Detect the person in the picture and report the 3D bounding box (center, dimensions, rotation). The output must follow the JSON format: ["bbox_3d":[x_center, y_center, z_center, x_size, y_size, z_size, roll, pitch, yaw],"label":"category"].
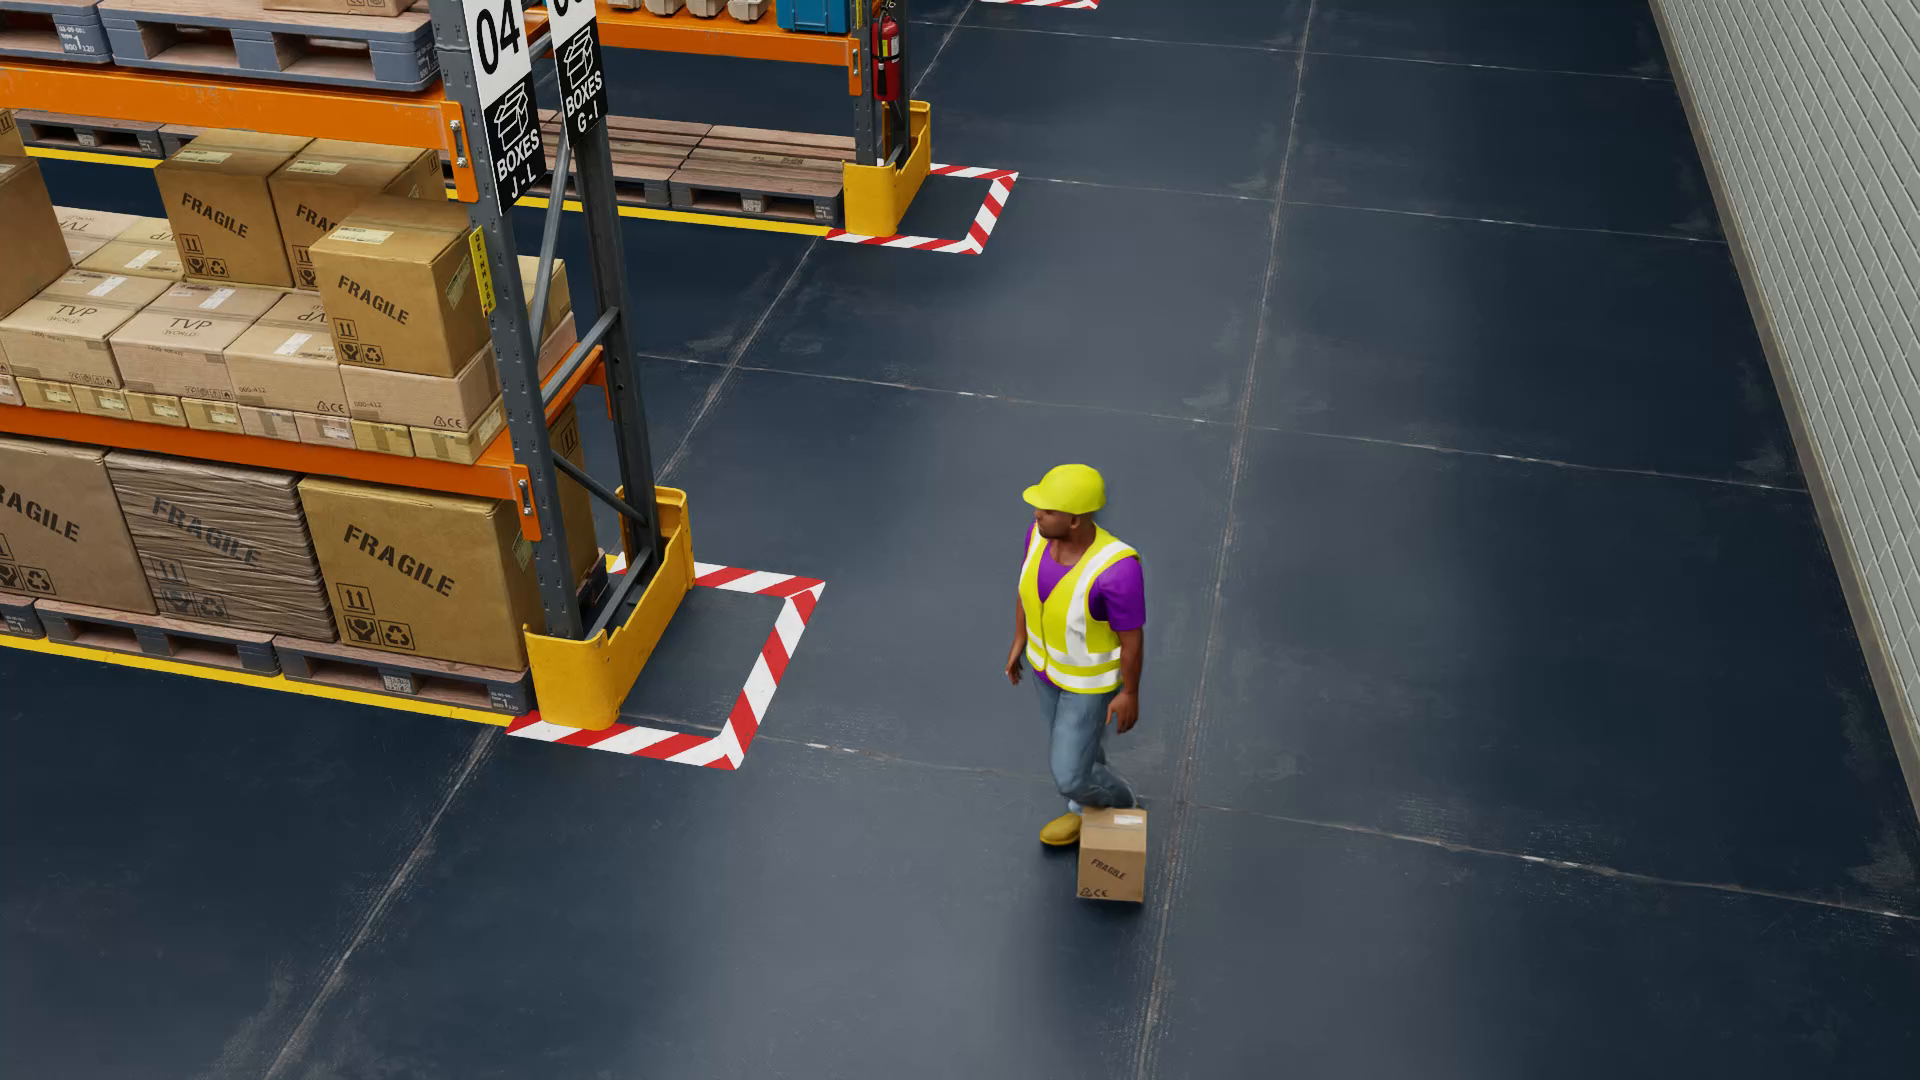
[{"bbox_3d":[0.446,0.481,6.276,0.435,1.763,0.650,-23,42,-28],"label":"person"}]
